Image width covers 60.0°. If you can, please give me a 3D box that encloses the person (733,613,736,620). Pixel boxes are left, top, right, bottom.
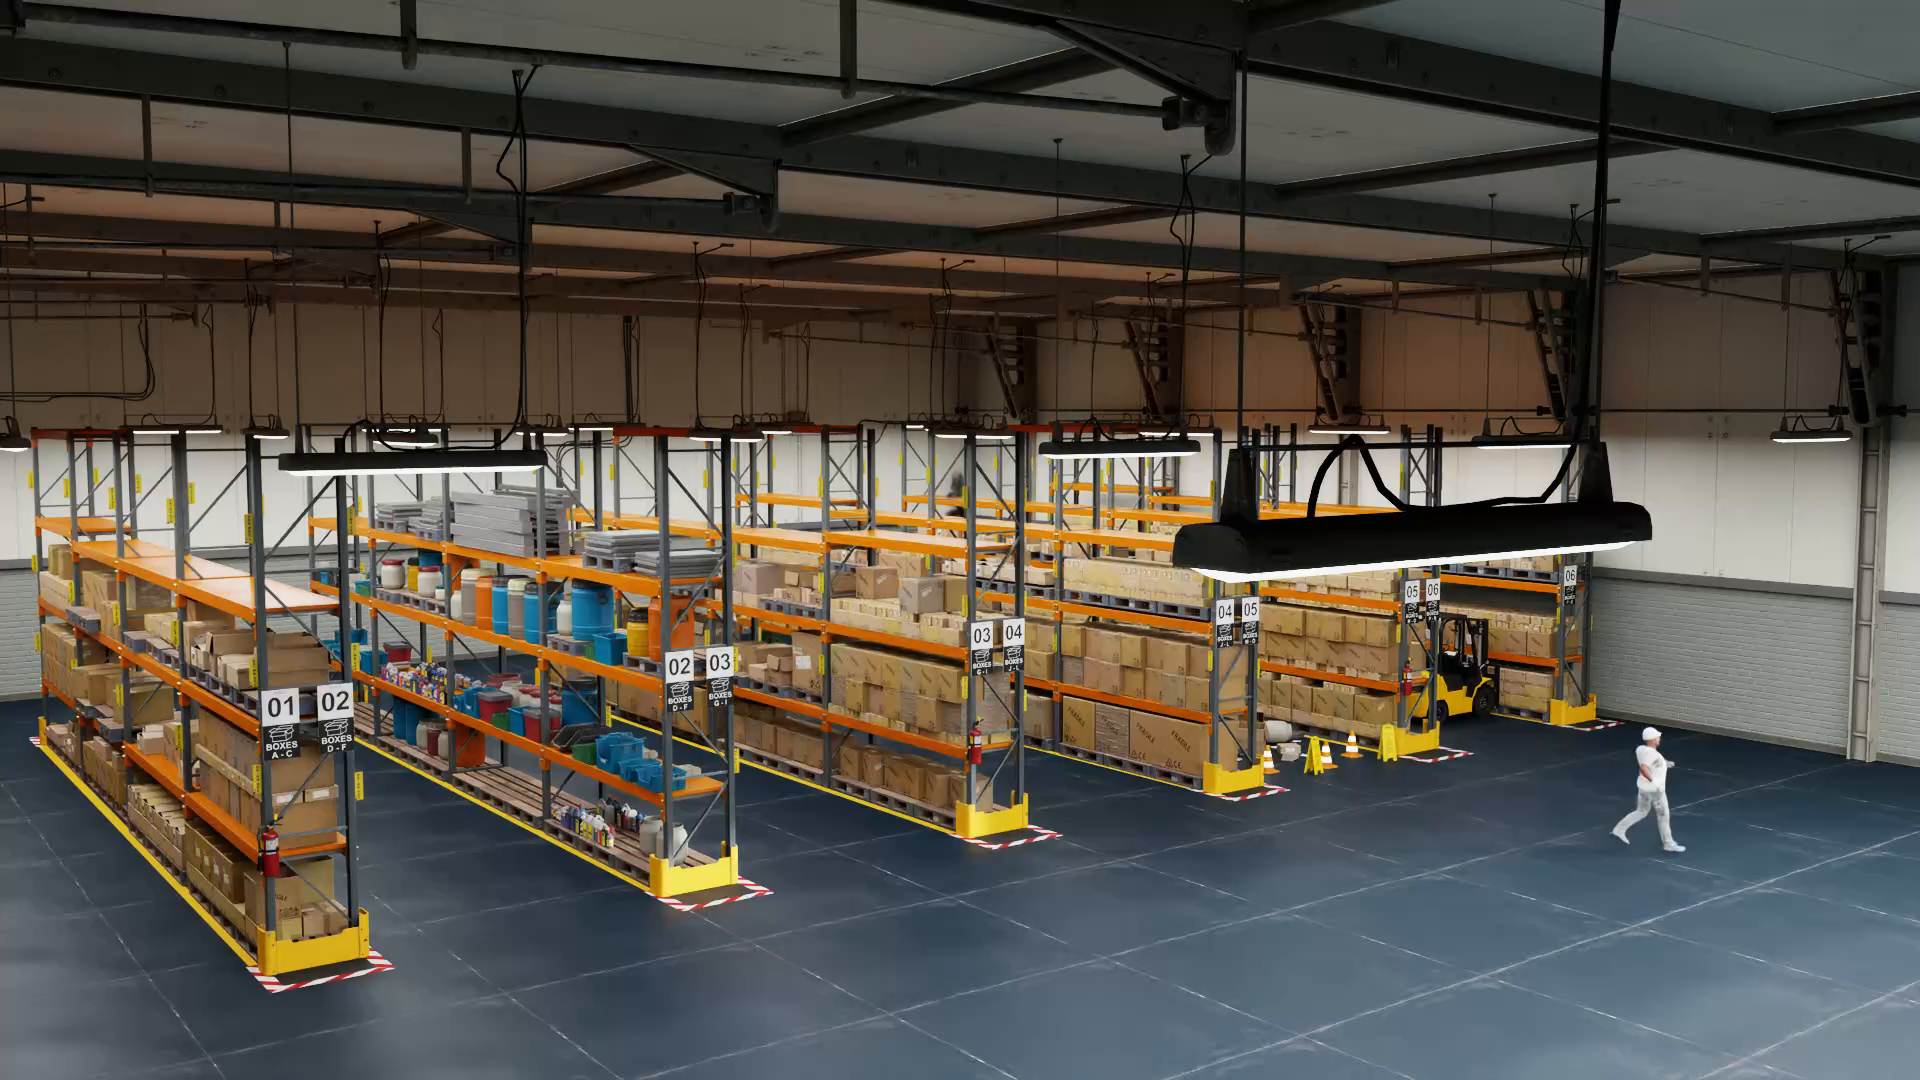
[{"bbox_3d":[-5.714,2.243,41.458,0.887,1.679,0.635,-4,6,-39],"label":"person"}]

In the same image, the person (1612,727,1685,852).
[{"bbox_3d":[9.857,3.550,23.734,1.002,1.765,0.687,0,4,0],"label":"person"}]

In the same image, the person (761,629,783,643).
[{"bbox_3d":[-4.802,2.121,41.899,1.002,1.774,0.659,-4,6,-40],"label":"person"}]

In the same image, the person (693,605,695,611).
[{"bbox_3d":[-6.649,2.348,40.131,0.870,1.659,0.704,0,4,-1],"label":"person"}]
